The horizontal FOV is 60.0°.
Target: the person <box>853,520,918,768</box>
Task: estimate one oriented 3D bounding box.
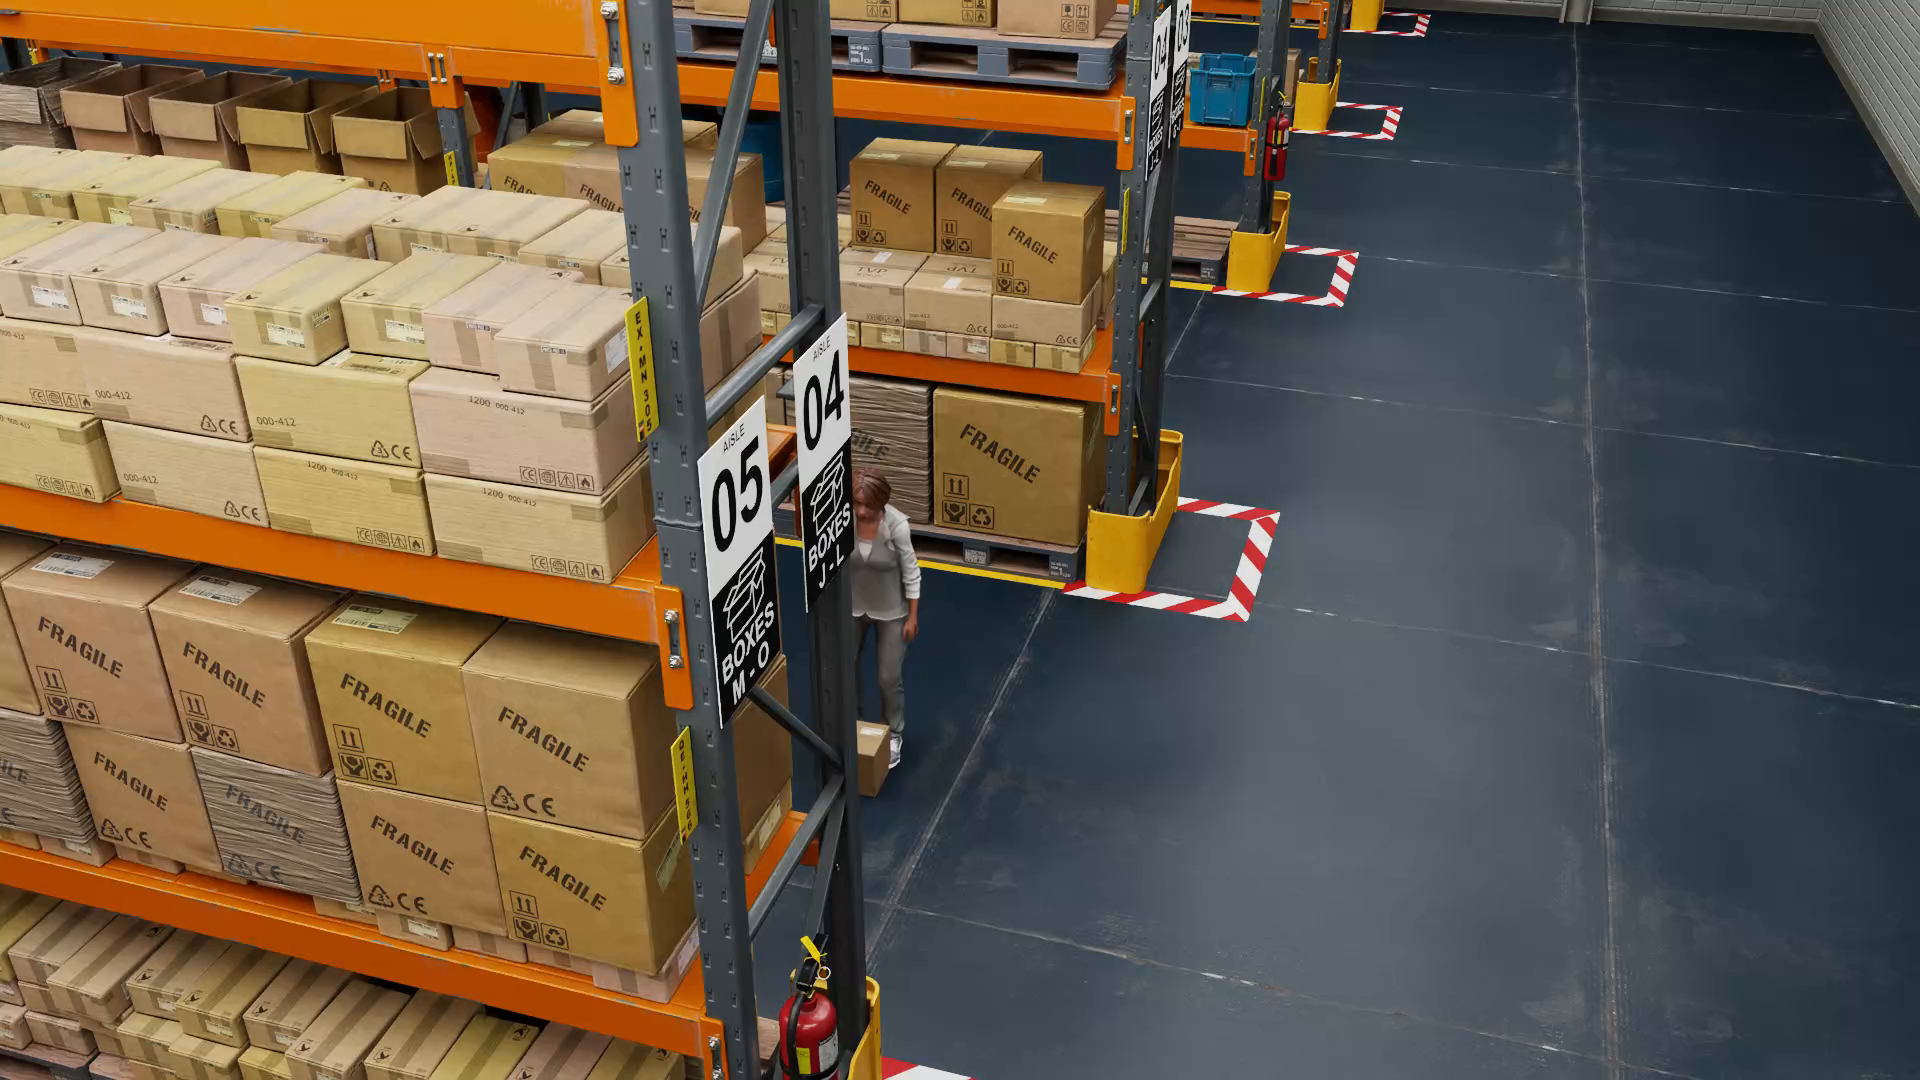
[{"bbox_3d":[-0.429,0.455,7.949,0.468,1.352,0.317,8,31,14],"label":"person"}]
